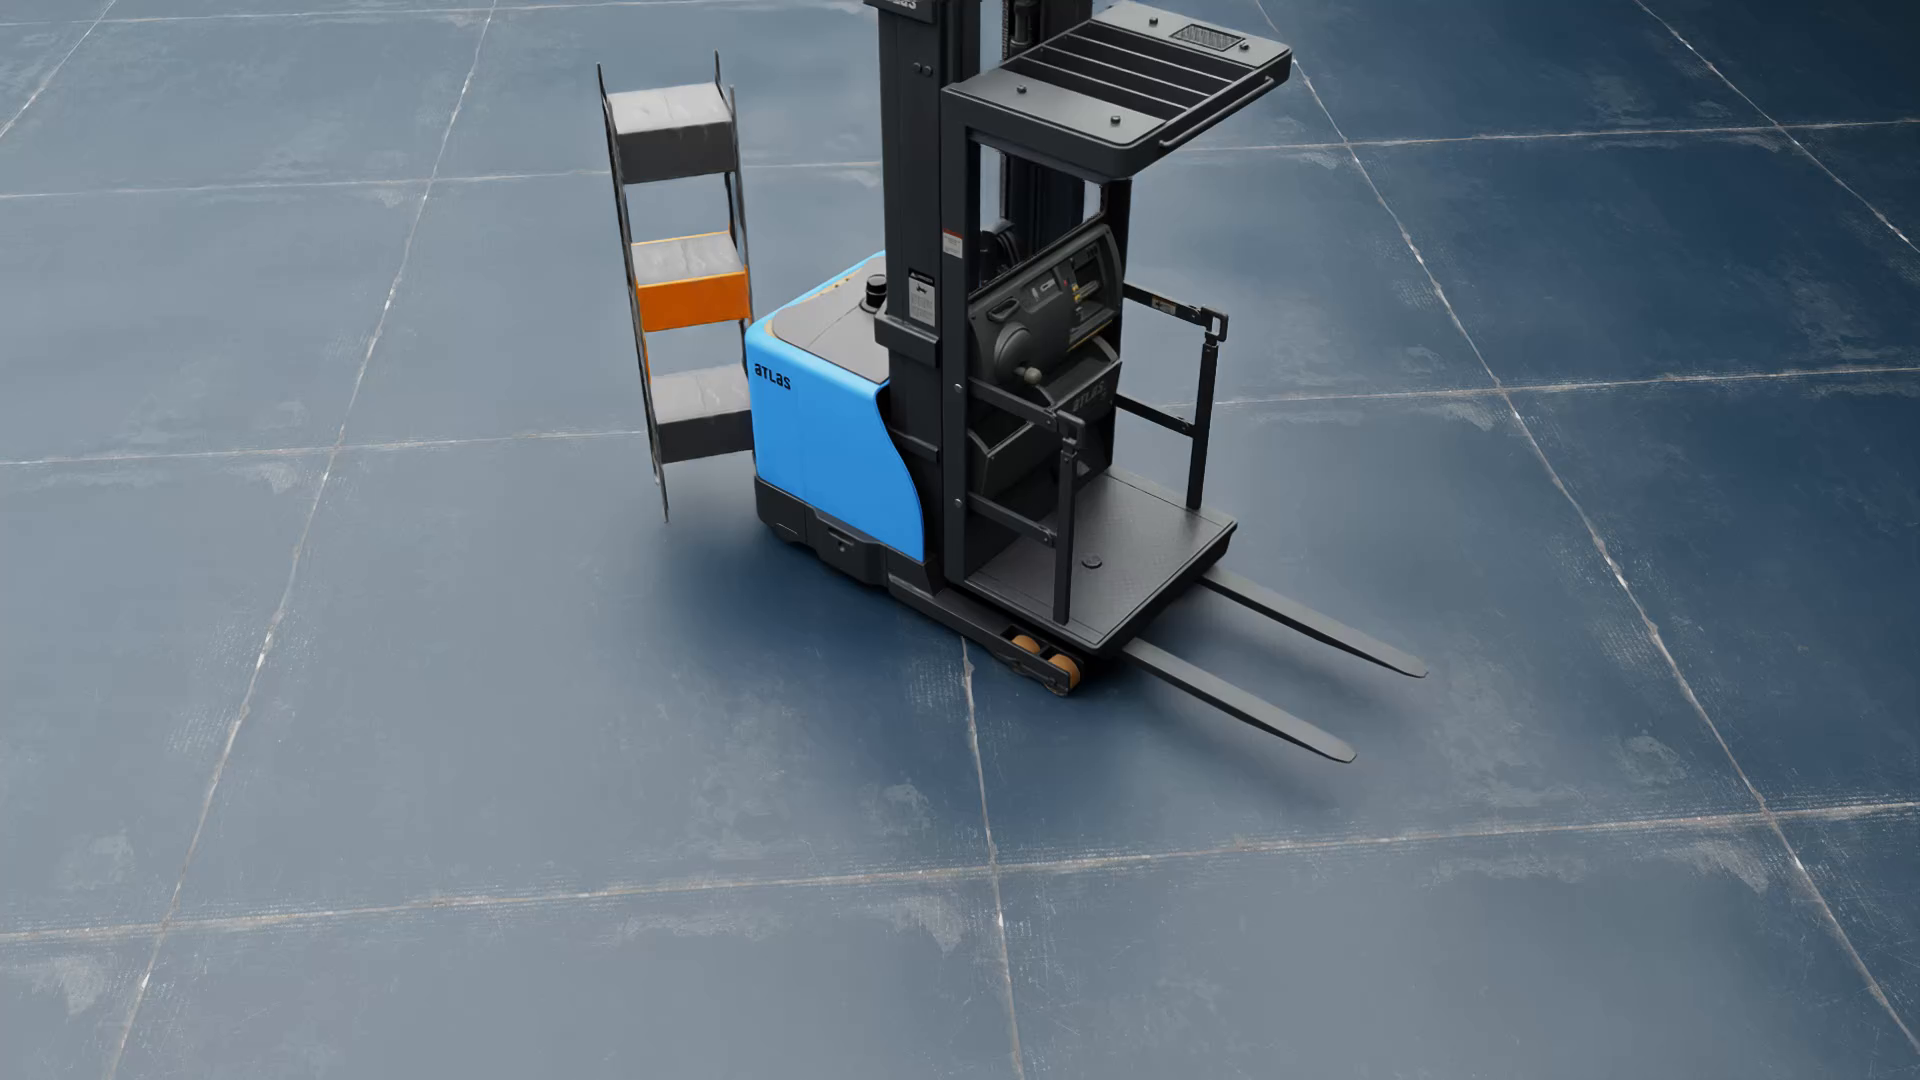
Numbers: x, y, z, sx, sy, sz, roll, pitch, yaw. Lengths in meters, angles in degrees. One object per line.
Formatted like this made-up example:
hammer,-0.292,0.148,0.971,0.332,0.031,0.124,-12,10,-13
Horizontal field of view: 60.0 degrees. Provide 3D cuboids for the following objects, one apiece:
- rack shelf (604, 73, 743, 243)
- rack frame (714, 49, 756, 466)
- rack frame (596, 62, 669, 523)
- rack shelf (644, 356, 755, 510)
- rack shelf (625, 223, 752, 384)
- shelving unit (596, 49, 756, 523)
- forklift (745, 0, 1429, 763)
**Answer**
rack shelf,-1.203,-1.607,6.983,0.480,0.518,0.431,-10,39,-13
rack frame,-0.969,-1.110,7.462,0.015,2.100,0.400,-10,39,-13
rack frame,-1.438,-1.026,7.355,0.015,2.100,0.400,-10,39,-13
rack shelf,-1.203,-0.508,7.850,0.480,0.518,0.431,-10,39,-13
rack shelf,-1.203,-1.057,7.417,0.480,0.518,0.431,-10,39,-13
shelving unit,-1.203,-1.068,7.408,0.503,2.100,0.431,-10,39,-13
forklift,0.514,-0.879,6.498,3.031,2.935,1.130,27,45,30
